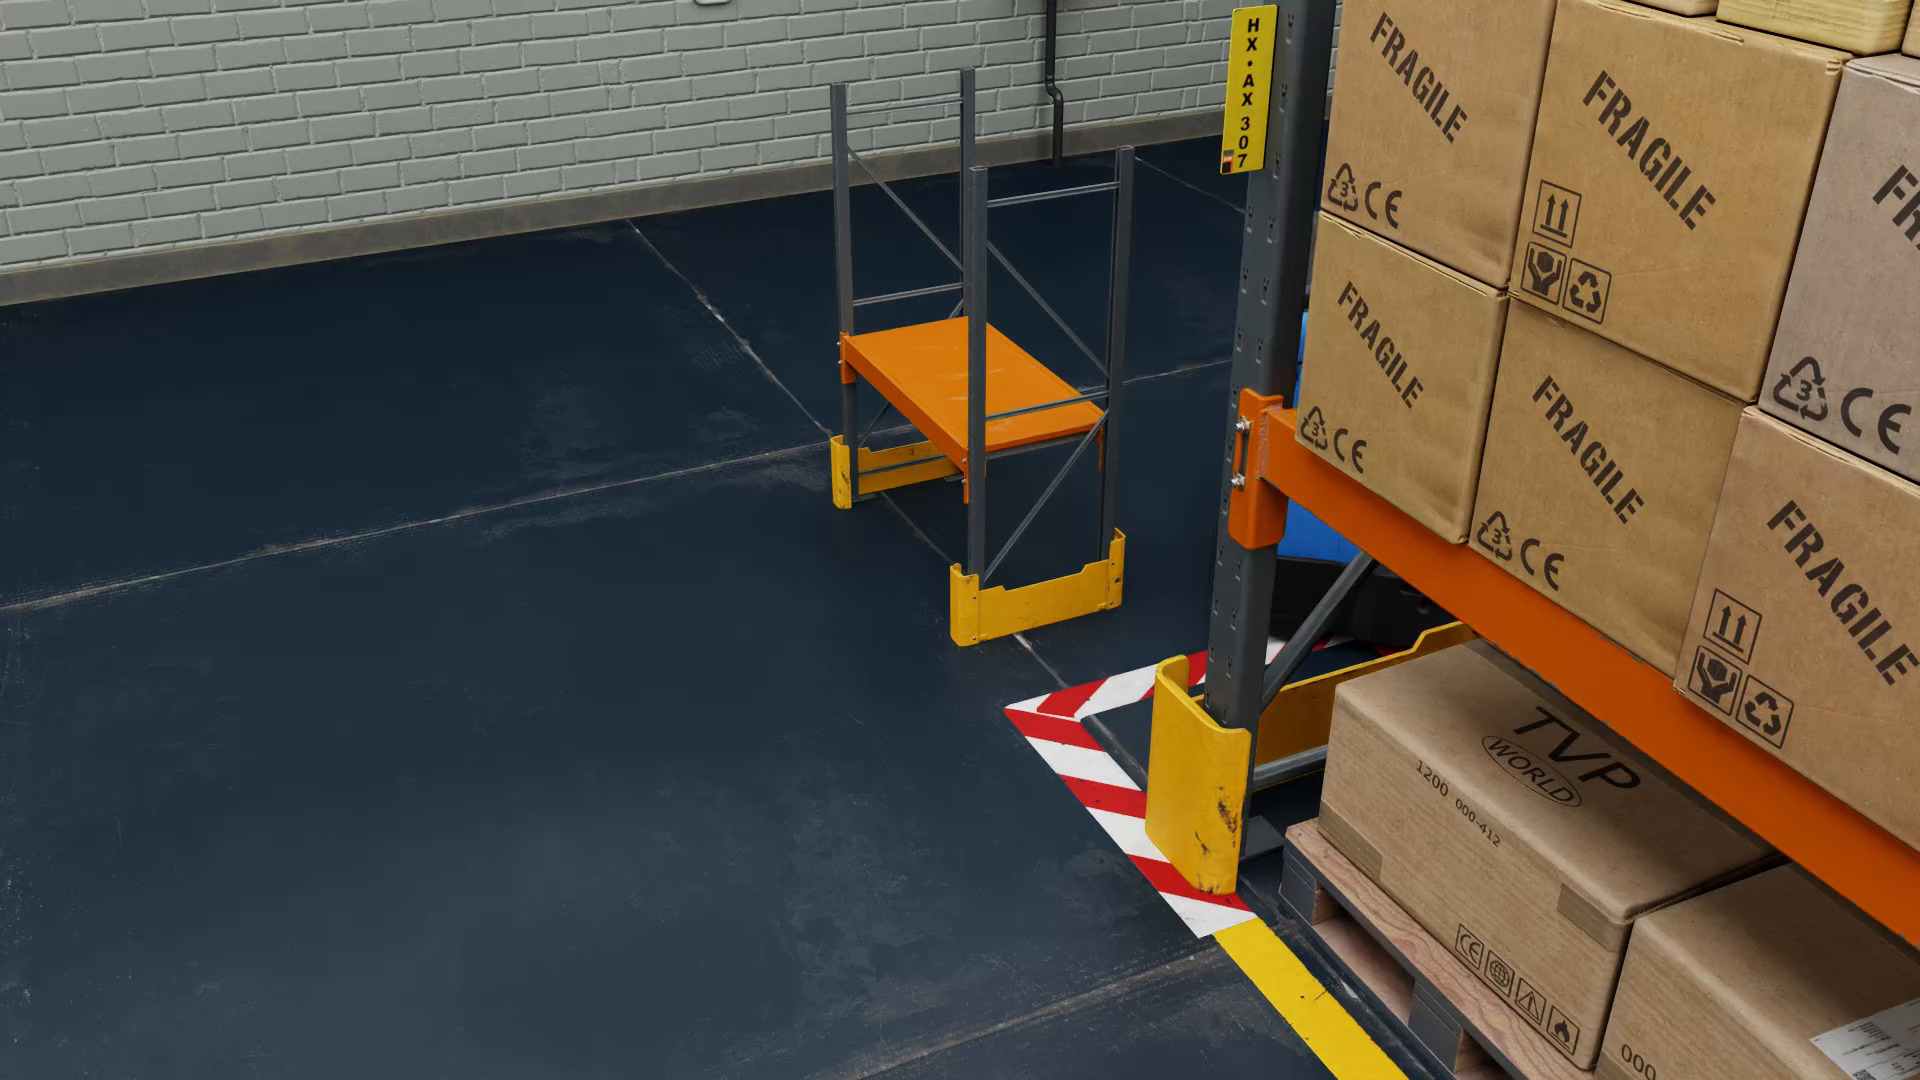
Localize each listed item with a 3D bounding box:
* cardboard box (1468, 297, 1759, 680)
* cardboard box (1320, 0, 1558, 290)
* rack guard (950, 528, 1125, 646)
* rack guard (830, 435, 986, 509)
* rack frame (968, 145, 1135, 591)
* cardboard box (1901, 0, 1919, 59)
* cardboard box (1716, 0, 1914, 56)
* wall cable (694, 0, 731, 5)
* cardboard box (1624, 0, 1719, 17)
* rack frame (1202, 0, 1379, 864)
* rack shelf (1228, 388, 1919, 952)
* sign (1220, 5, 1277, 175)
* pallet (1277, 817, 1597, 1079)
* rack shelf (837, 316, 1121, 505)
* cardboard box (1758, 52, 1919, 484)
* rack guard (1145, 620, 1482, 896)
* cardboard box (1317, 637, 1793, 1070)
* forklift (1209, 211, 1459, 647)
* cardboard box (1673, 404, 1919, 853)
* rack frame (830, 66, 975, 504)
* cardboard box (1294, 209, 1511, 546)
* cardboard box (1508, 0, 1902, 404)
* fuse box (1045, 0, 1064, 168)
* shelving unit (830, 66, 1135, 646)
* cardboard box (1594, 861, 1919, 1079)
[{"bbox_3d":[1.267,-0.149,2.846,0.500,0.500,0.500,-14,32,-23],"label":"cardboard box"},{"bbox_3d":[1.026,-0.803,2.991,0.500,0.500,0.500,-14,32,-23],"label":"cardboard box"},{"bbox_3d":[0.247,0.145,5.236,0.587,0.250,0.087,-13,32,-22],"label":"rack guard"},{"bbox_3d":[-0.181,-0.295,6.021,0.587,0.250,0.087,-13,32,-22],"label":"rack guard"},{"bbox_3d":[0.255,-0.392,4.916,0.500,1.500,0.032,-13,32,-22],"label":"rack frame"},{"bbox_3d":[1.454,-0.686,2.118,0.380,0.149,0.250,-13,32,-22],"label":"cardboard box"},{"bbox_3d":[1.294,-0.791,2.306,0.380,0.149,0.250,-14,32,-24],"label":"cardboard box"},{"bbox_3d":[-1.364,-3.538,7.922,0.585,1.953,0.123,-13,32,-22],"label":"wall cable"},{"bbox_3d":[1.165,-0.903,2.506,0.380,0.149,0.250,-12,31,-20],"label":"cardboard box"},{"bbox_3d":[1.077,-0.595,3.745,1.000,3.000,0.127,-13,32,-22],"label":"rack frame"},{"bbox_3d":[1.936,0.602,2.345,1.077,0.370,4.000,-13,32,-22],"label":"rack shelf"},{"bbox_3d":[0.574,-0.893,3.310,0.100,0.325,0.005,-13,32,-22],"label":"sign"},{"bbox_3d":[1.491,0.958,3.826,1.003,0.211,1.213,-13,32,-22],"label":"pallet"},{"bbox_3d":[0.037,-0.460,5.404,0.538,0.185,1.000,-13,32,-22],"label":"rack shelf"},{"bbox_3d":[1.482,-0.351,2.184,0.500,0.500,0.500,-13,32,-22],"label":"cardboard box"},{"bbox_3d":[1.067,0.484,4.375,1.175,0.500,0.348,-13,32,-22],"label":"rack guard"},{"bbox_3d":[1.451,0.610,3.786,0.875,0.438,0.875,-14,32,-24],"label":"cardboard box"},{"bbox_3d":[2.357,-1.071,4.663,3.031,2.935,1.130,6,30,10],"label":"forklift"},{"bbox_3d":[1.469,0.080,2.439,0.500,0.500,0.500,-13,32,-22],"label":"cardboard box"},{"bbox_3d":[-0.182,-0.841,5.716,0.500,1.500,0.032,-13,32,-22],"label":"rack frame"},{"bbox_3d":[1.024,-0.366,3.234,0.500,0.500,0.500,-13,32,-22],"label":"cardboard box"},{"bbox_3d":[1.254,-0.576,2.586,0.500,0.500,0.500,-14,32,-23],"label":"cardboard box"},{"bbox_3d":[0.596,-2.896,9.165,0.539,1.711,0.414,-13,32,-22],"label":"fuse box"},{"bbox_3d":[0.033,-0.620,5.323,0.587,1.500,1.083,-13,32,-22],"label":"shelving unit"},{"bbox_3d":[1.852,1.012,3.068,0.875,0.438,0.875,-12,32,-21],"label":"cardboard box"}]
